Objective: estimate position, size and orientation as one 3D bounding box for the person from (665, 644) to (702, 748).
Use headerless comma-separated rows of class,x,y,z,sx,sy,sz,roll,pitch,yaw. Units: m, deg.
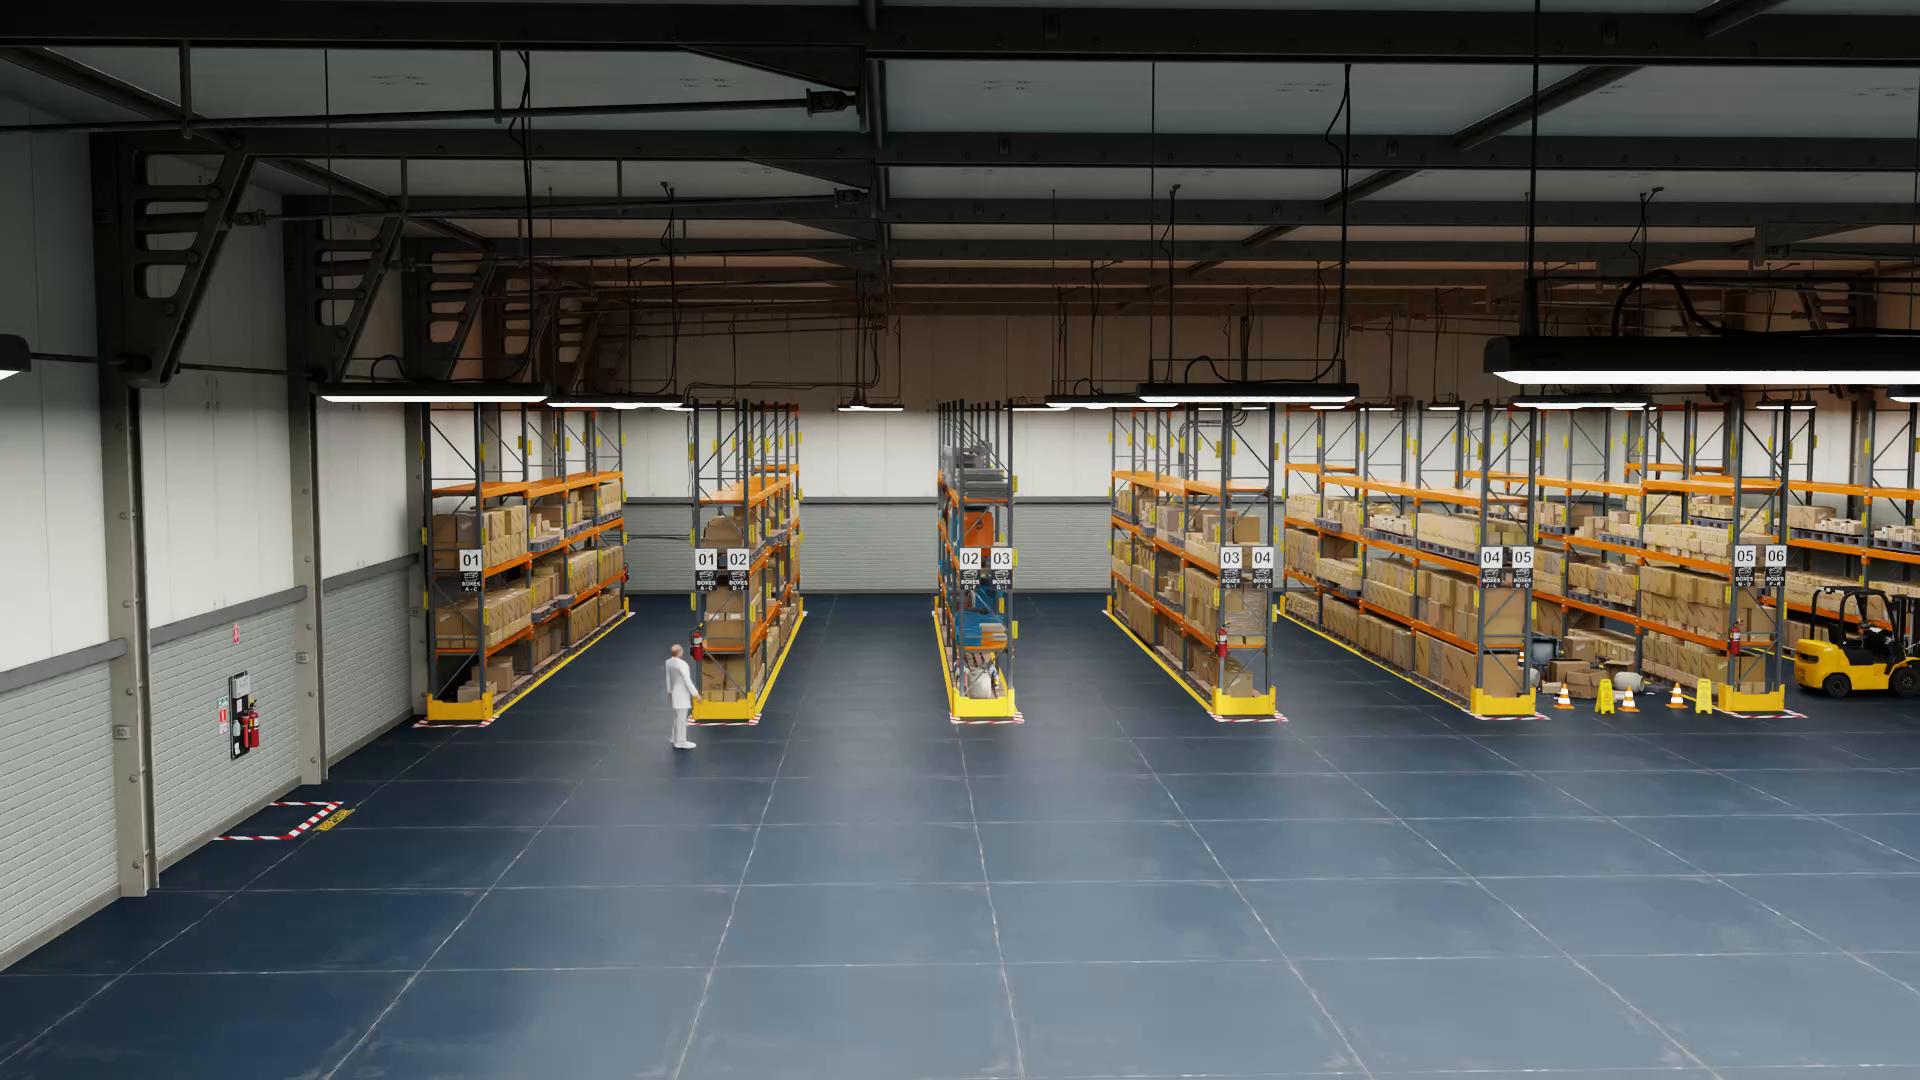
person,-4.743,2.690,28.529,0.567,1.835,0.654,-1,5,-17
